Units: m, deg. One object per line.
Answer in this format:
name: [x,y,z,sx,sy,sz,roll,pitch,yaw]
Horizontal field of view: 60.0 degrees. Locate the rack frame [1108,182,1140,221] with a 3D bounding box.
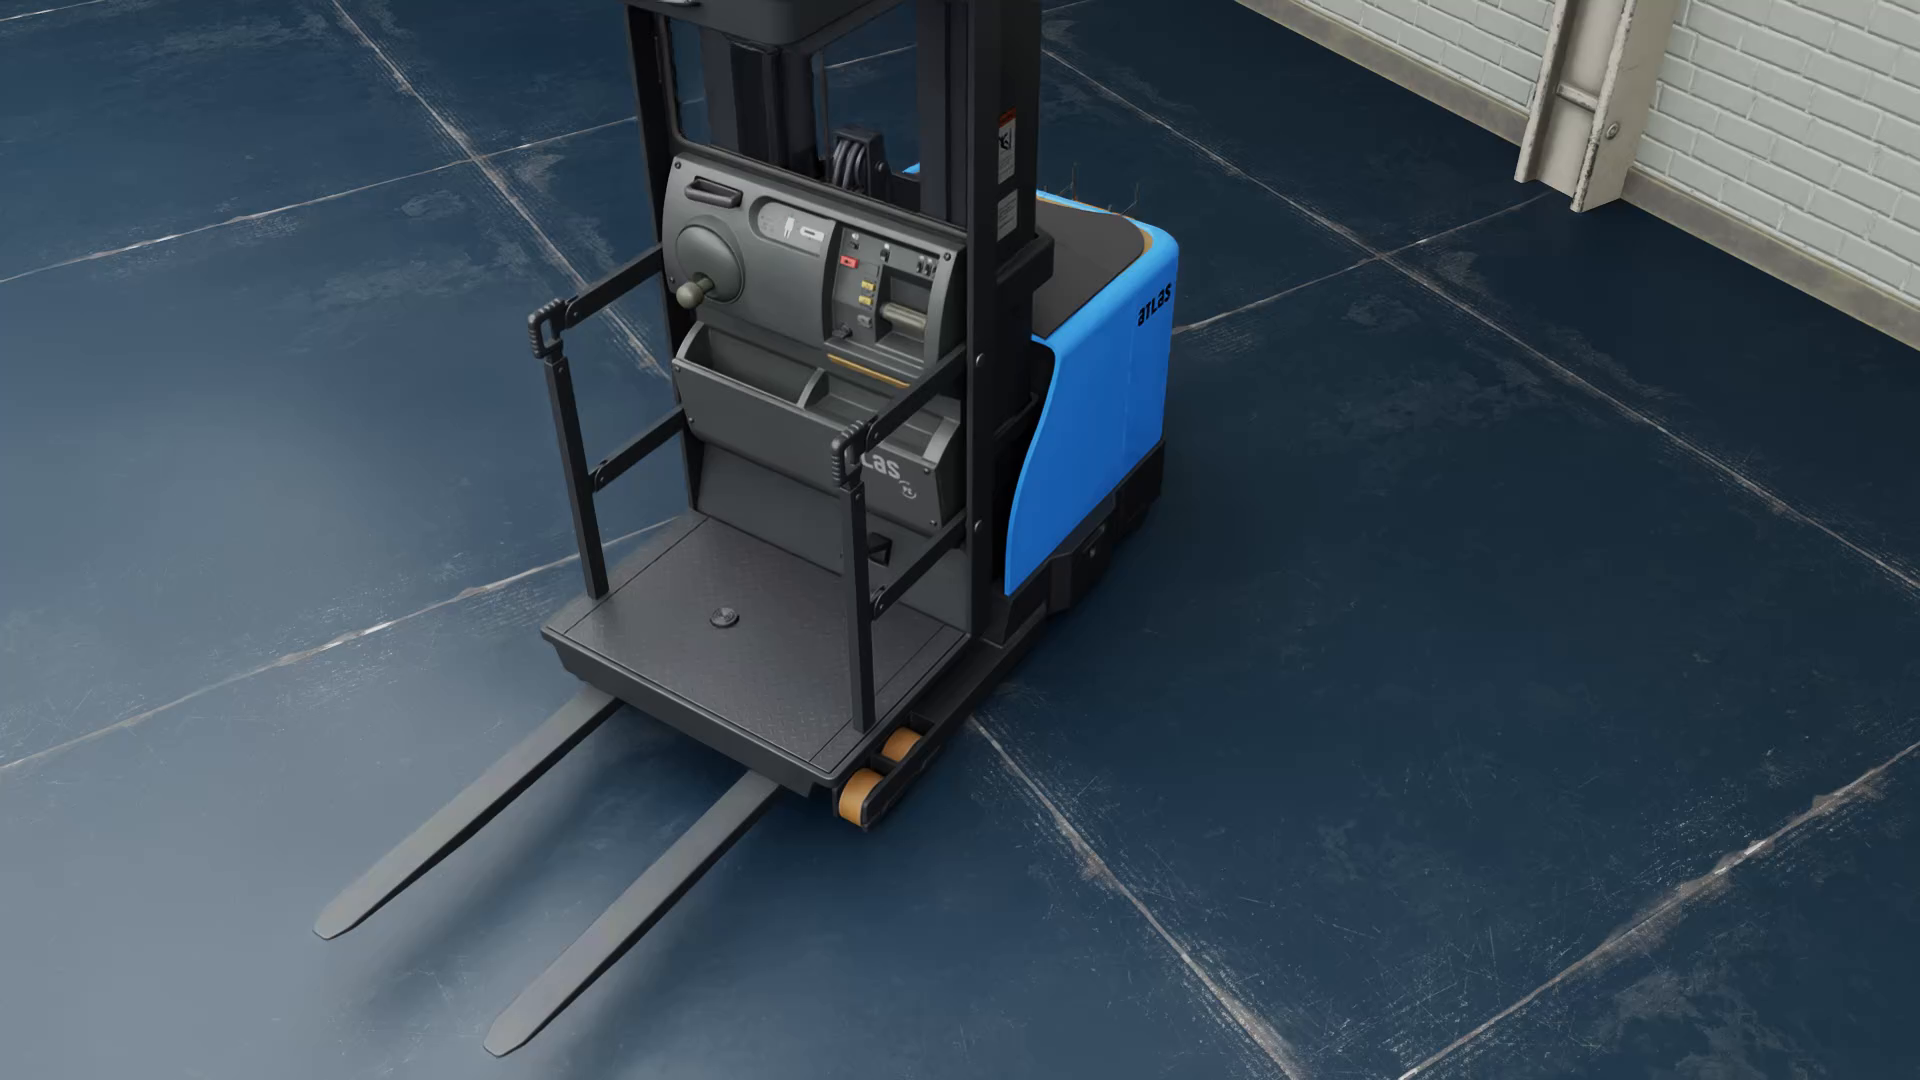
rack frame: [0.543,-0.736,5.813,0.008,1.050,0.200,23,45,25]

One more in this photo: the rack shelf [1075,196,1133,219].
rack shelf: [0.441,-0.989,5.690,0.240,0.259,0.215,23,45,25]

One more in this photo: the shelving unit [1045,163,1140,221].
shelving unit: [0.441,-0.779,5.865,0.252,1.050,0.215,23,45,25]

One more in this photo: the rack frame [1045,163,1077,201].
rack frame: [0.340,-0.823,5.917,0.008,1.050,0.200,23,45,25]

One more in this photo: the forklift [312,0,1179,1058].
forklift: [-0.528,-0.655,4.246,1.130,2.935,3.031,23,45,25]

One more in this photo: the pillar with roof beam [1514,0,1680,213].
pillar with roof beam: [-0.806,-3.614,3.057,9.100,9.000,0.400,-22,45,-24]
